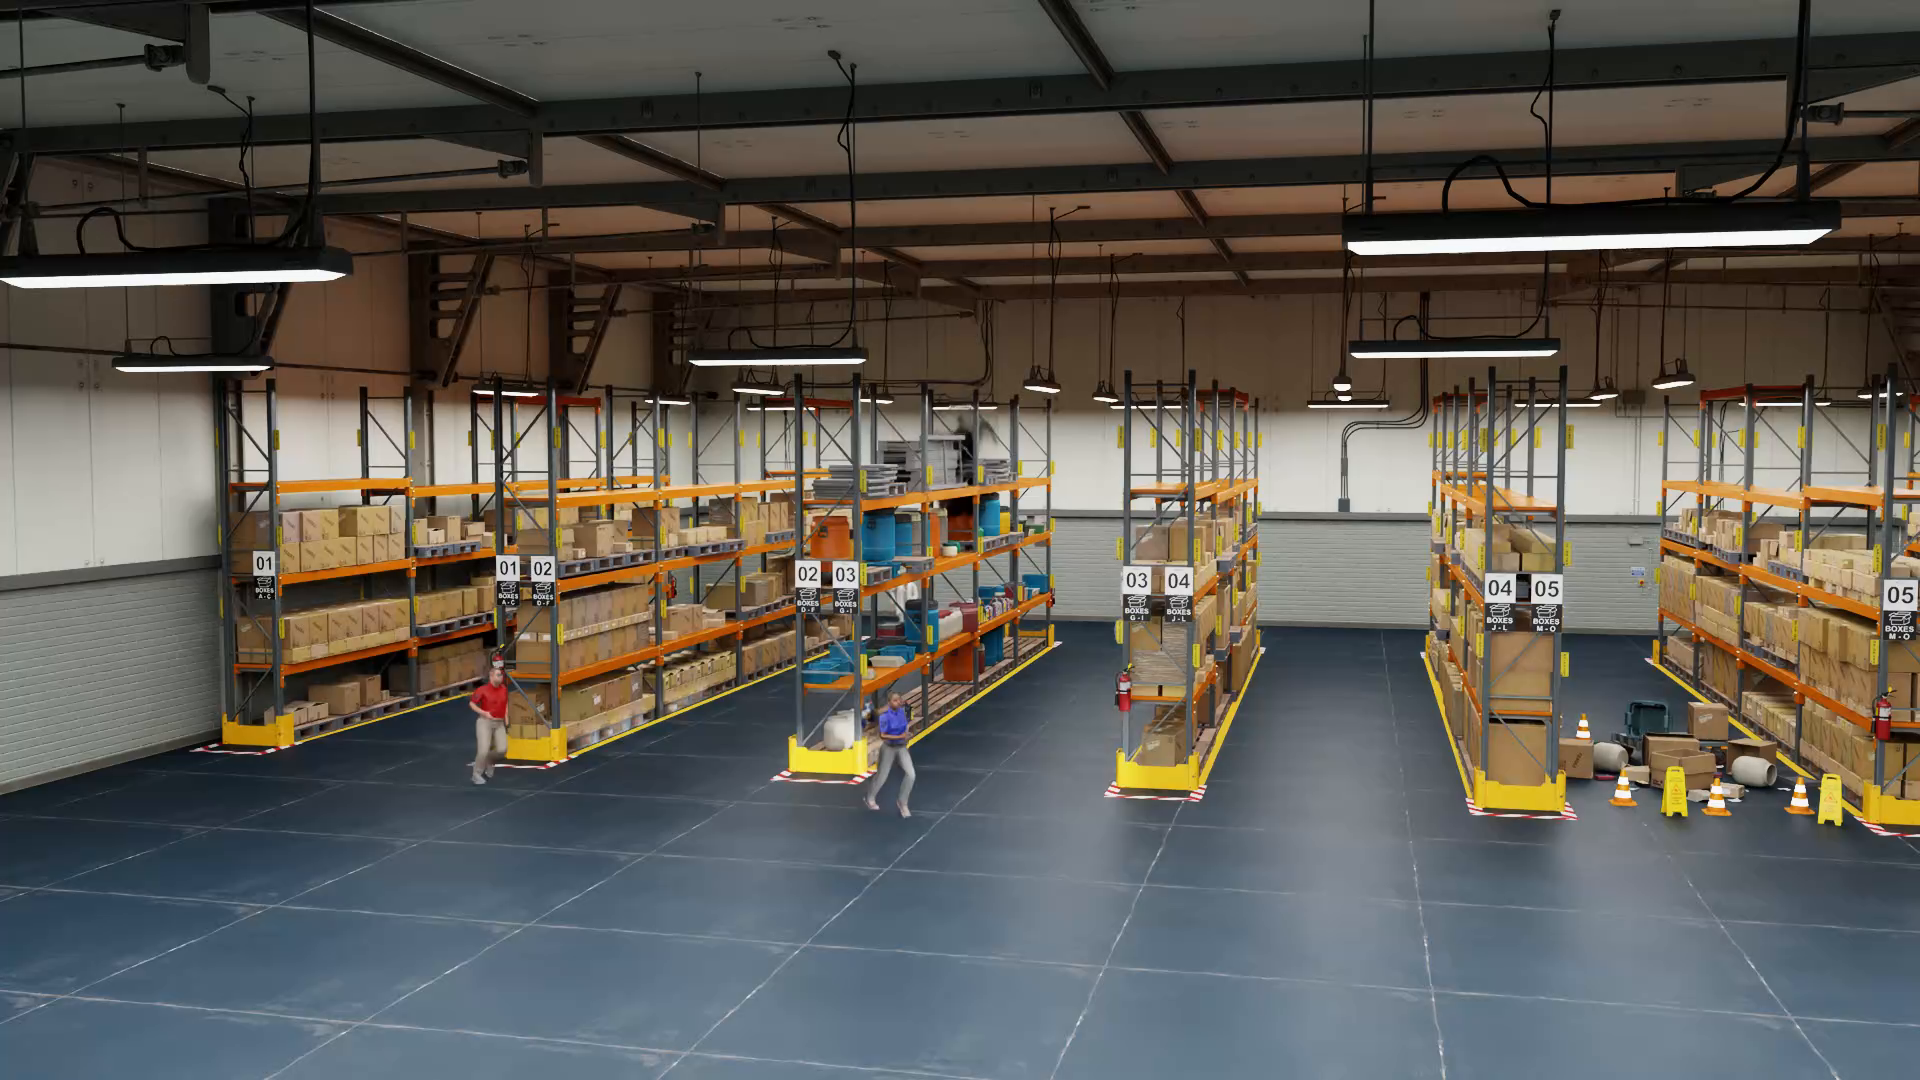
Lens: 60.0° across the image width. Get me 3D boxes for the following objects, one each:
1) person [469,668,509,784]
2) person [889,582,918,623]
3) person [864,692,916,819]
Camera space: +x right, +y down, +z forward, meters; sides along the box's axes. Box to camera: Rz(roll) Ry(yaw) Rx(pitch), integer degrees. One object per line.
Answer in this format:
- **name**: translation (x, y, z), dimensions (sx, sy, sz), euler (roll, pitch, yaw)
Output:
- **person**: translation (-6.857, 2.716, 24.434), dimensions (0.671, 1.649, 0.581), euler (-3, 5, -44)
- **person**: translation (-1.374, 1.660, 41.154), dimensions (0.692, 1.733, 0.751), euler (-1, 3, -10)
- **person**: translation (-0.883, 2.859, 22.169), dimensions (0.586, 1.682, 0.852), euler (-3, 4, -40)
